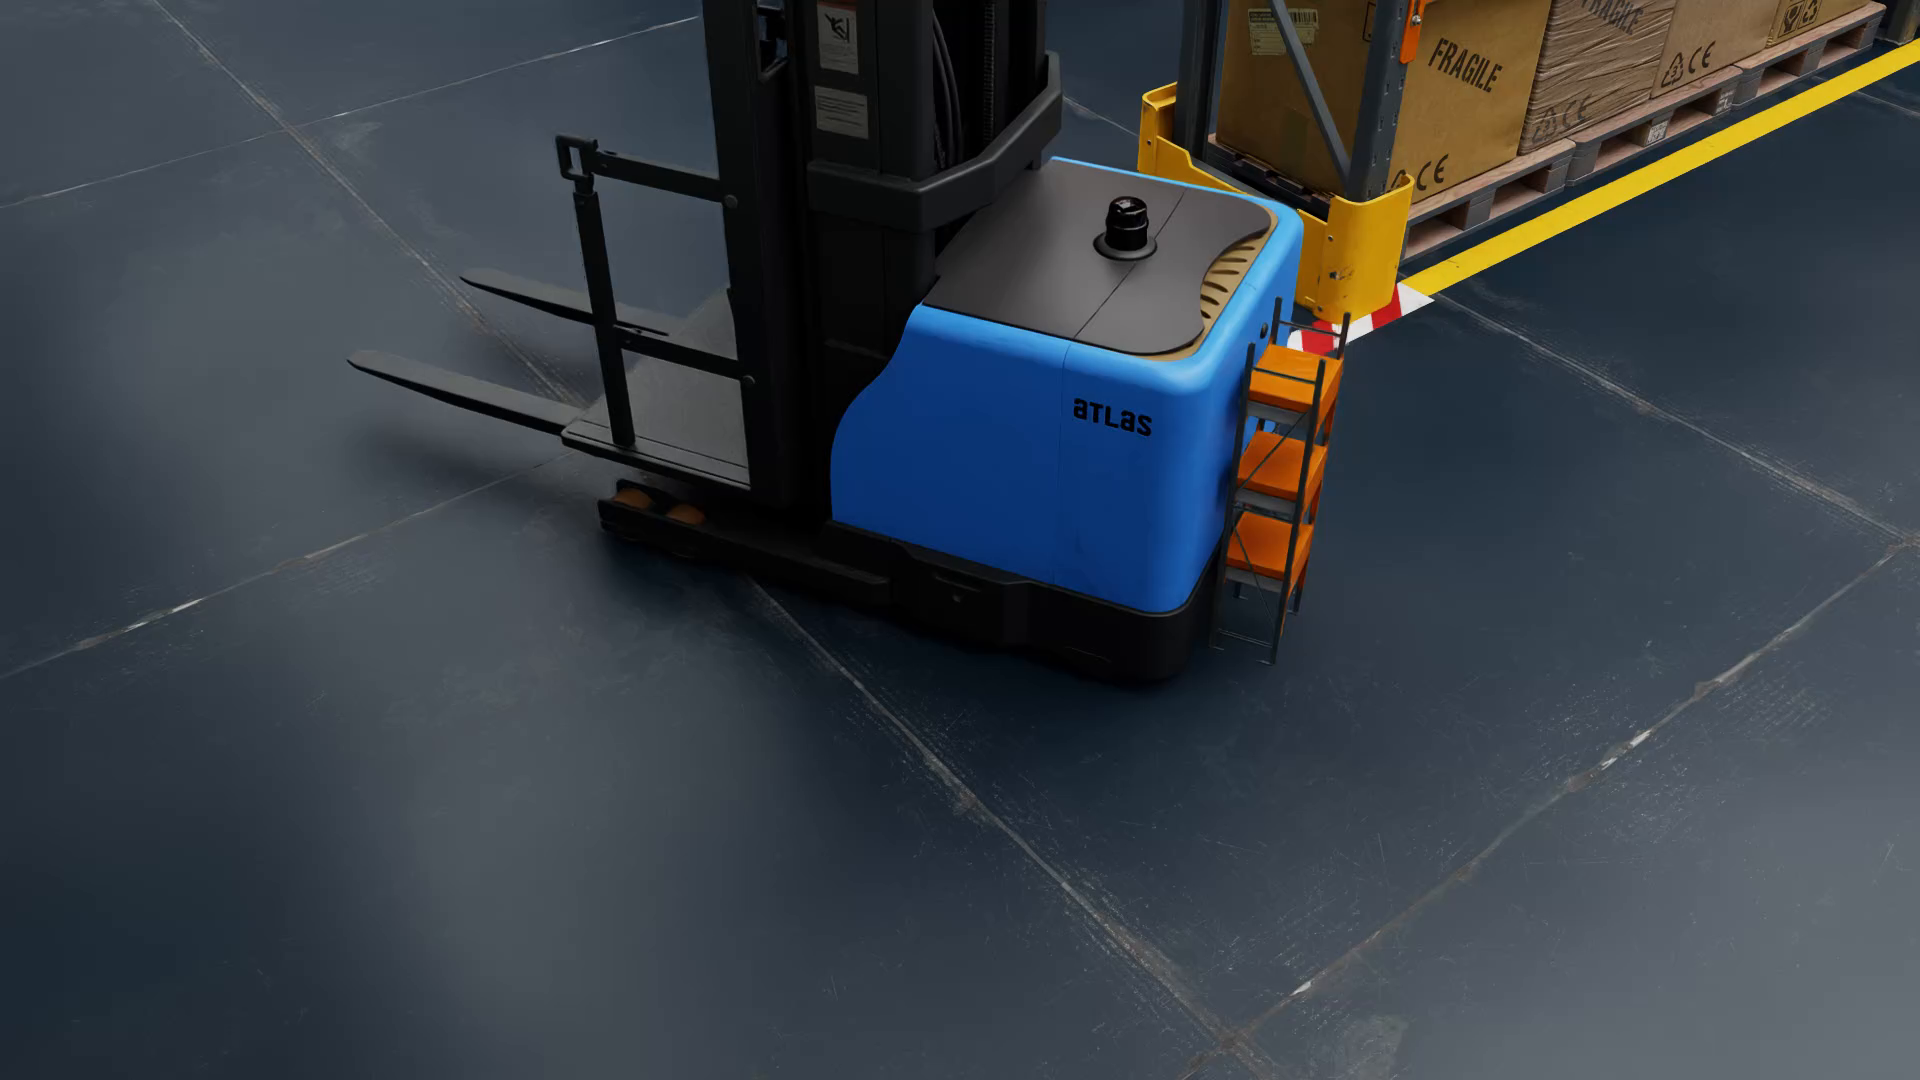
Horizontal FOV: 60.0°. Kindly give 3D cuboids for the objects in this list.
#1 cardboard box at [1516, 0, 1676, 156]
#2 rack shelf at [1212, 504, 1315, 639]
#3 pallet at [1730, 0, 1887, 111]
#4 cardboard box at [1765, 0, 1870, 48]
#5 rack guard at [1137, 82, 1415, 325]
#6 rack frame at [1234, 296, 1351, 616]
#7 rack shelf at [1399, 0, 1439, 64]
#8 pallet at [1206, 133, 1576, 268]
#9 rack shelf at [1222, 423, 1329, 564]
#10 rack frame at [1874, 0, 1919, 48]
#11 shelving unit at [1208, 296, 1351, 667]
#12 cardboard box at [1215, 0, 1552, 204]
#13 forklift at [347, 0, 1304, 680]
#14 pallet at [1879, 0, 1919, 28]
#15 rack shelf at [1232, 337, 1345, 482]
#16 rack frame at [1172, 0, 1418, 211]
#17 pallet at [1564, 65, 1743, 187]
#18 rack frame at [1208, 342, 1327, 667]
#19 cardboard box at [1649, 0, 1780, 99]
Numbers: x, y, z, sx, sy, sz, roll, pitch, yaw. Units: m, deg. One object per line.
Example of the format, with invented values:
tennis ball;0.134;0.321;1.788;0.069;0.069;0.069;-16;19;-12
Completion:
cardboard box;2.390;-2.299;7.031;0.875;0.875;0.875;-26;46;-28
rack shelf;0.870;0.085;4.773;0.215;0.259;0.240;16;42;19
pallet;3.731;-2.532;8.170;1.213;0.211;1.003;-26;46;-28
cardboard box;3.810;-2.991;7.875;0.875;0.875;0.875;-26;46;-28
rack guard;1.191;-1.343;6.493;0.348;0.500;1.175;-26;46;-28
rack frame;0.922;-0.208;4.675;0.200;1.050;0.008;16;42;19
rack shelf;2.796;-2.813;6.882;4.000;0.370;1.077;-26;46;-28
pallet;1.796;-1.589;7.020;1.213;0.211;1.003;-26;46;-28
rack shelf;0.871;-0.129;4.596;0.215;0.259;0.240;16;42;19
rack frame;4.382;-3.864;7.596;0.127;3.000;1.000;-26;46;-28
shelving unit;0.871;-0.137;4.589;0.215;1.050;0.252;16;42;19
cardboard box;1.669;-1.947;6.603;0.875;0.875;0.875;-26;46;-28
forklift;-0.570;-1.365;4.603;3.031;2.935;1.130;16;42;19
pallet;4.948;-3.122;8.890;1.213;0.211;1.003;-26;46;-28
rack shelf;0.871;-0.349;4.416;0.215;0.259;0.240;16;42;19
rack frame;1.210;-2.319;5.711;0.127;3.000;1.000;-26;46;-28
pallet;2.763;-2.058;7.592;1.213;0.211;1.003;-26;46;-28
rack frame;0.820;-0.067;4.504;0.200;1.050;0.008;16;42;19
cardboard box;3.096;-2.643;7.451;0.875;0.875;0.875;-26;46;-28
